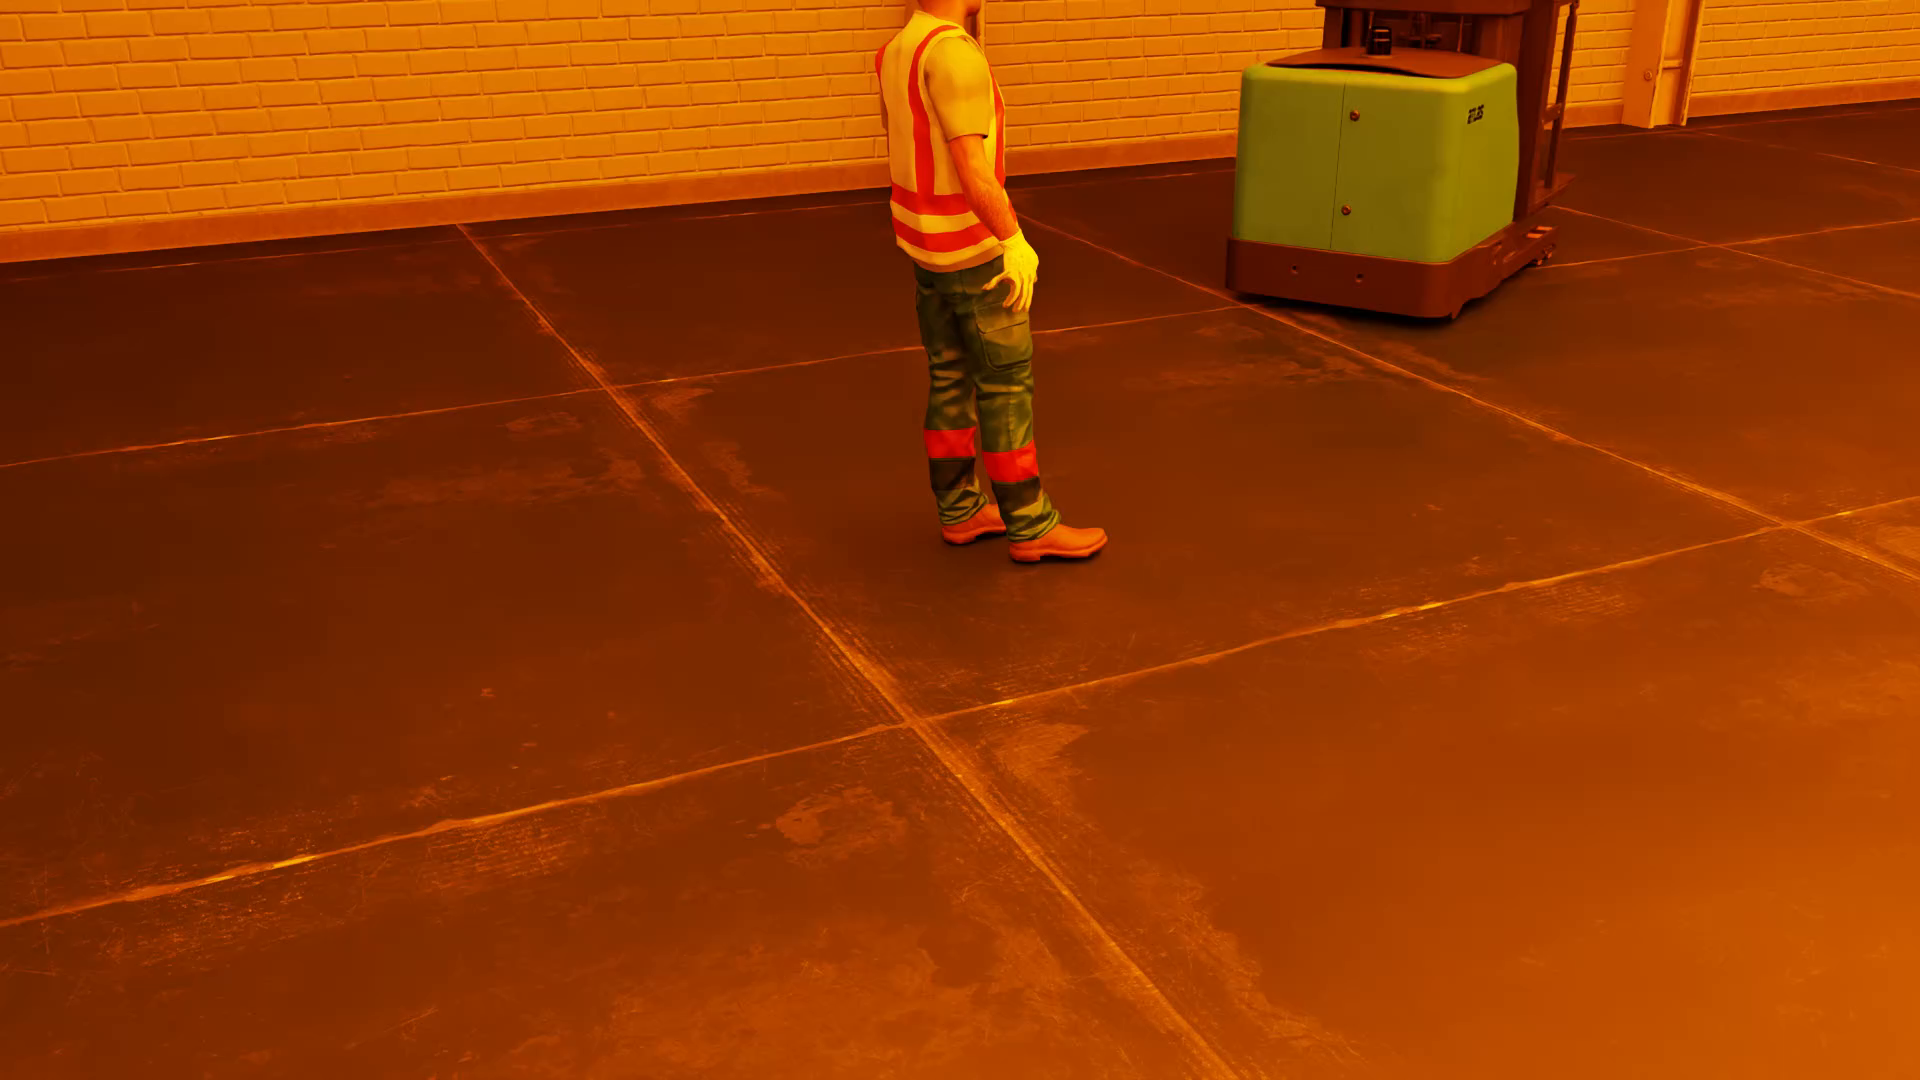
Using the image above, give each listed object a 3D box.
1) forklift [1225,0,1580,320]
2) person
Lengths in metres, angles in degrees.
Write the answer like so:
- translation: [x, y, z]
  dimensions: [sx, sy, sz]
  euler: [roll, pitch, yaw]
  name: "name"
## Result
- translation: [2.453, -2.836, 8.114]
  dimensions: [1.130, 2.935, 3.031]
  euler: [14, 26, 30]
  name: "forklift"
- translation: [0.078, -0.842, 4.782]
  dimensions: [0.562, 1.790, 0.637]
  euler: [-10, 25, -23]
  name: "person"
